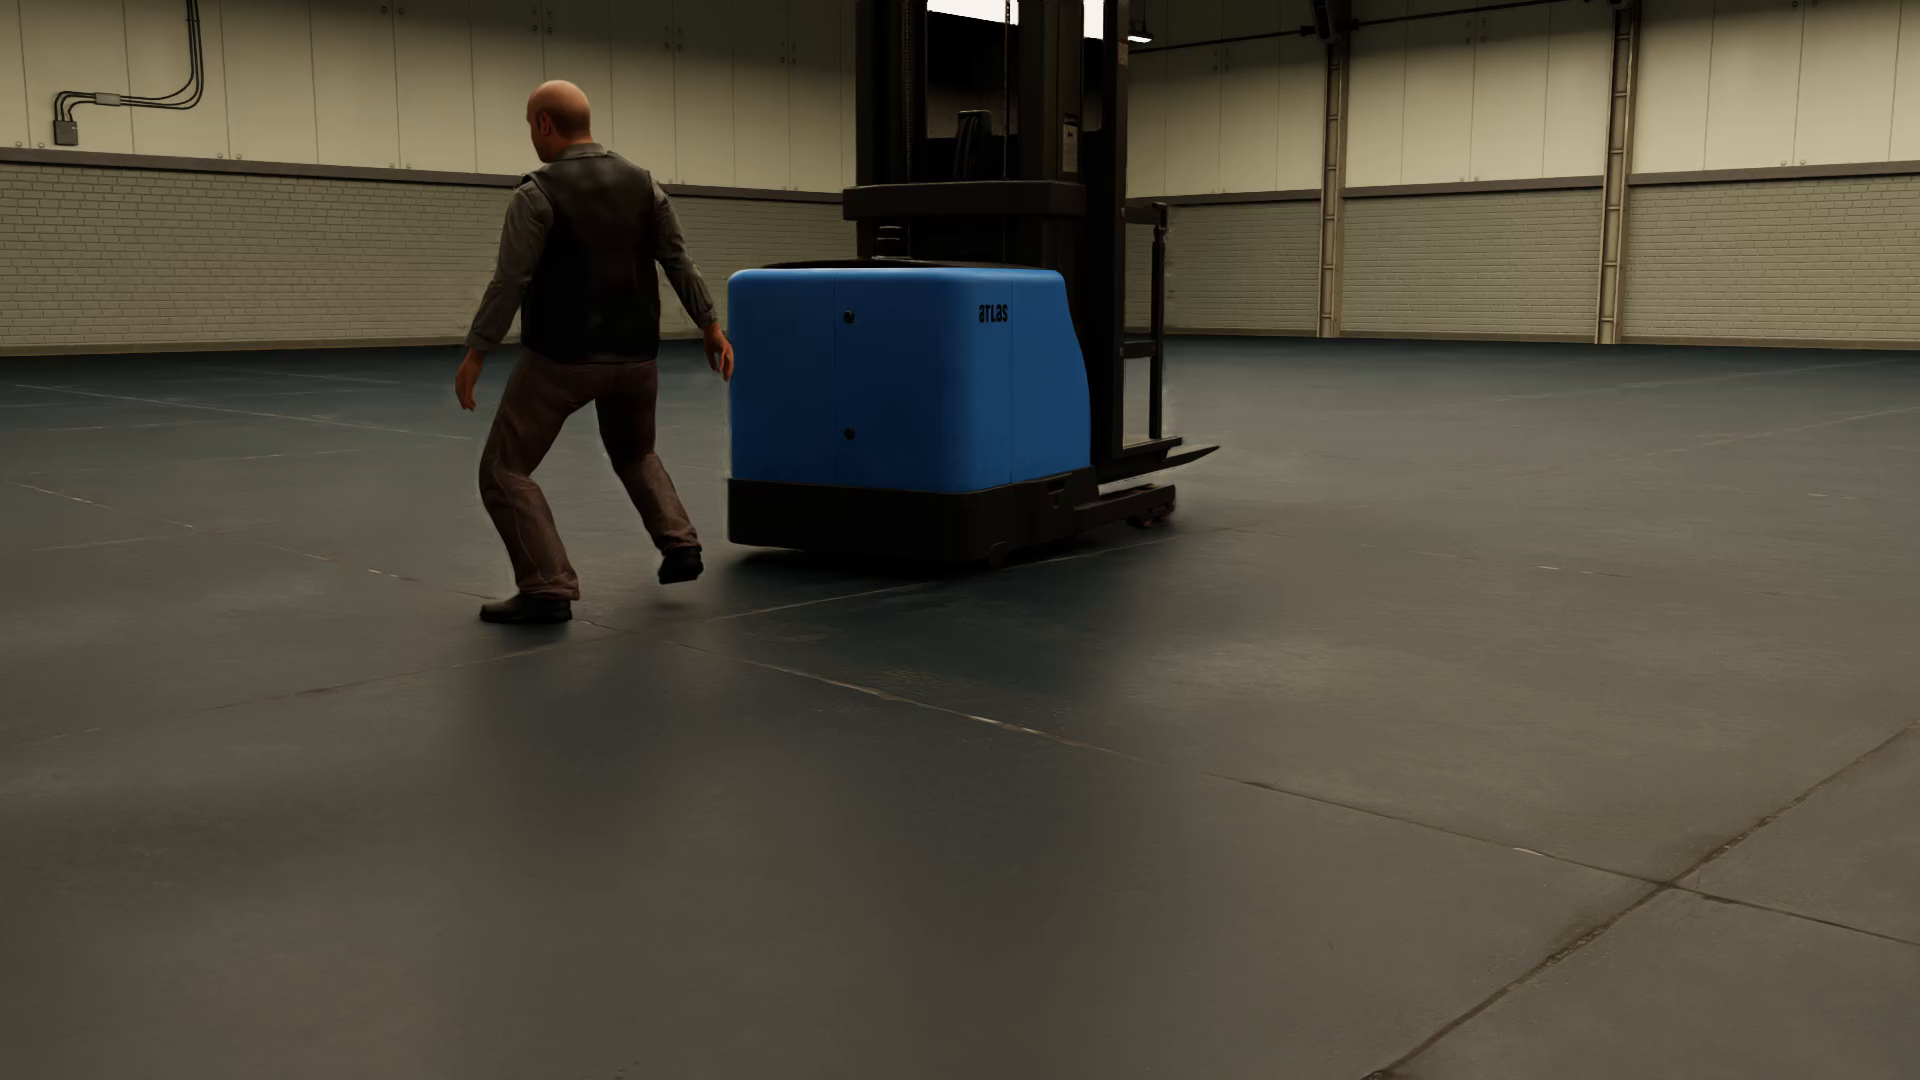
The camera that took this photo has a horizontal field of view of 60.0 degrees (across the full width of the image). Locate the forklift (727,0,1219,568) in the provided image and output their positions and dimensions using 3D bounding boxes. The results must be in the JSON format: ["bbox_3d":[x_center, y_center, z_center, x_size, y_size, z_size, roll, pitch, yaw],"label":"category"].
[{"bbox_3d":[0.285,-1.530,7.038,1.130,2.935,3.031,5,10,28],"label":"forklift"}]

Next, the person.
[{"bbox_3d":[-1.141,-0.594,5.219,0.885,1.634,0.486,-7,11,-39],"label":"person"}]
